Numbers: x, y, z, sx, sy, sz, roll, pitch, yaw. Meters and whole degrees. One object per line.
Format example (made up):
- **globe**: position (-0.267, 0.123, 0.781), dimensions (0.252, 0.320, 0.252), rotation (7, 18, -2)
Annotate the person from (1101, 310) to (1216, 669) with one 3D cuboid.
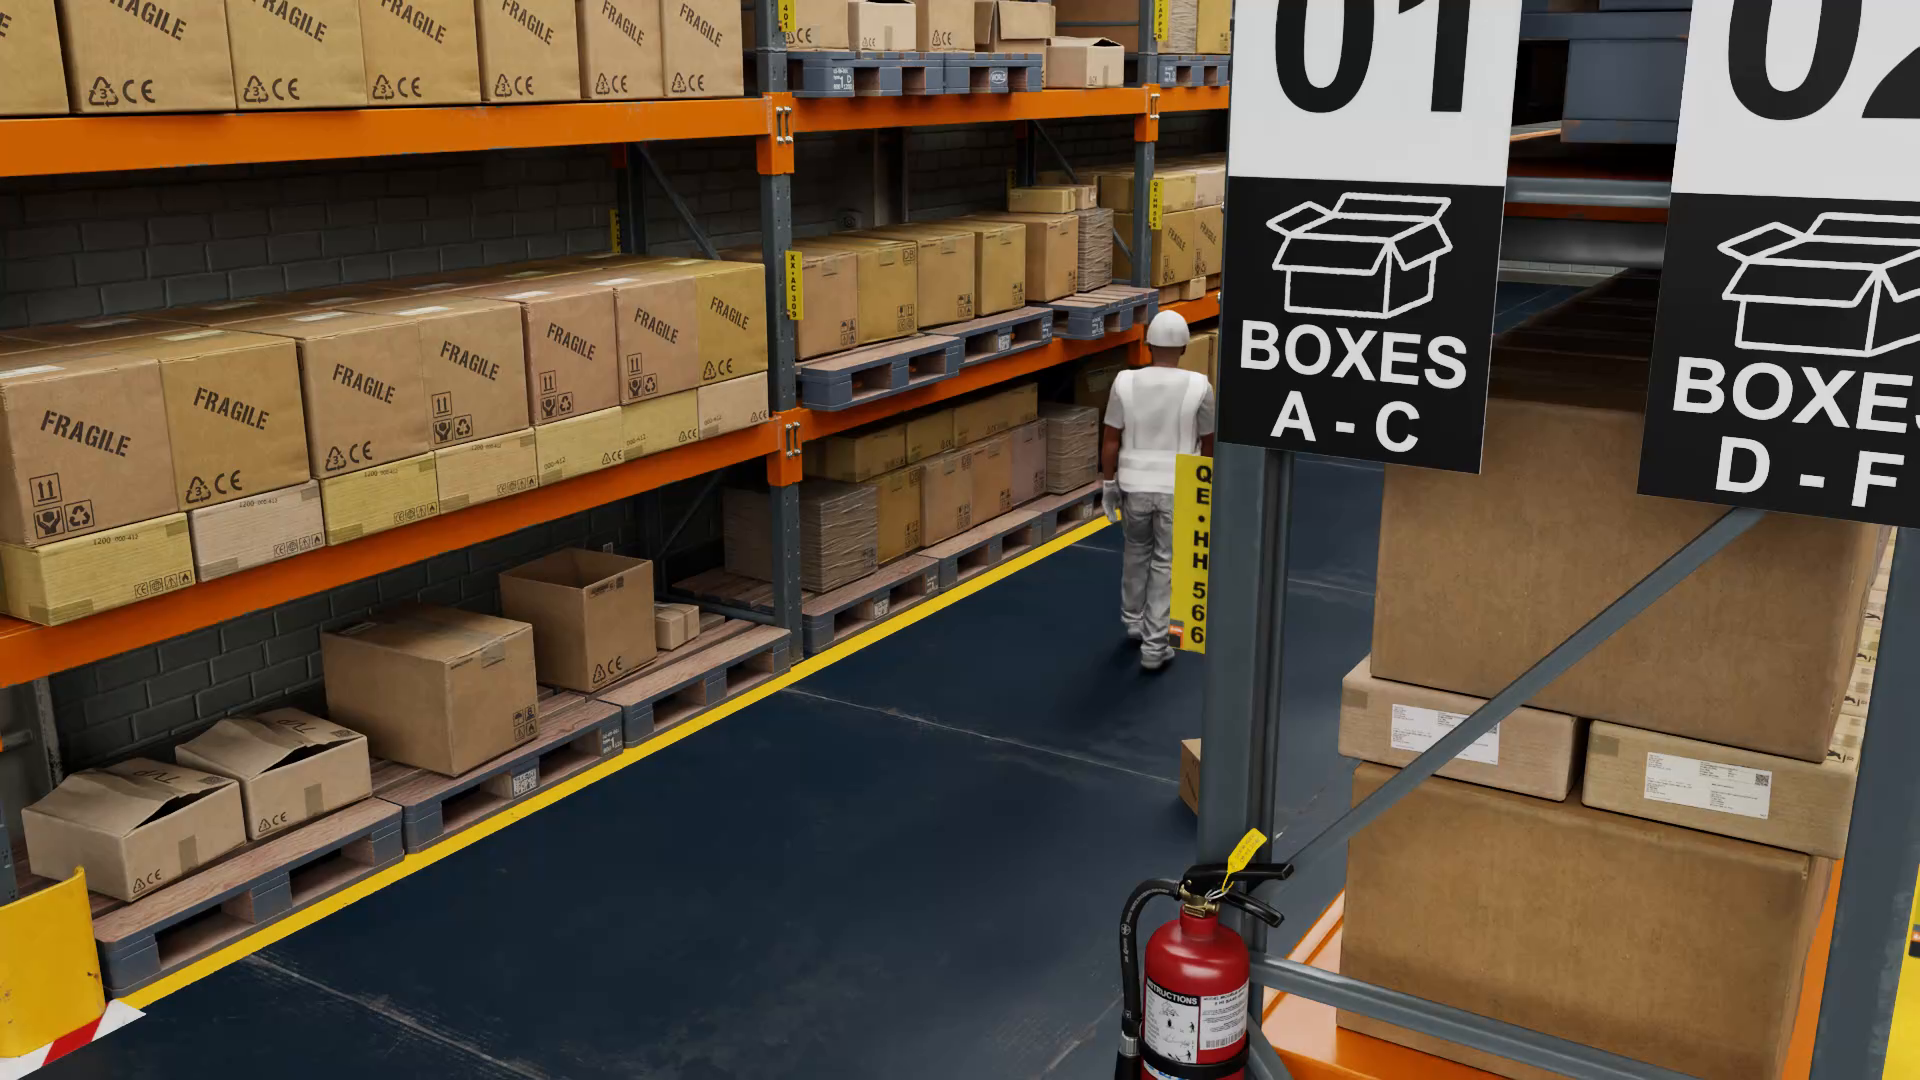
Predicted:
- **person**: position (1.020, -0.249, 8.395), dimensions (0.565, 1.835, 0.667), rotation (5, 17, 17)
